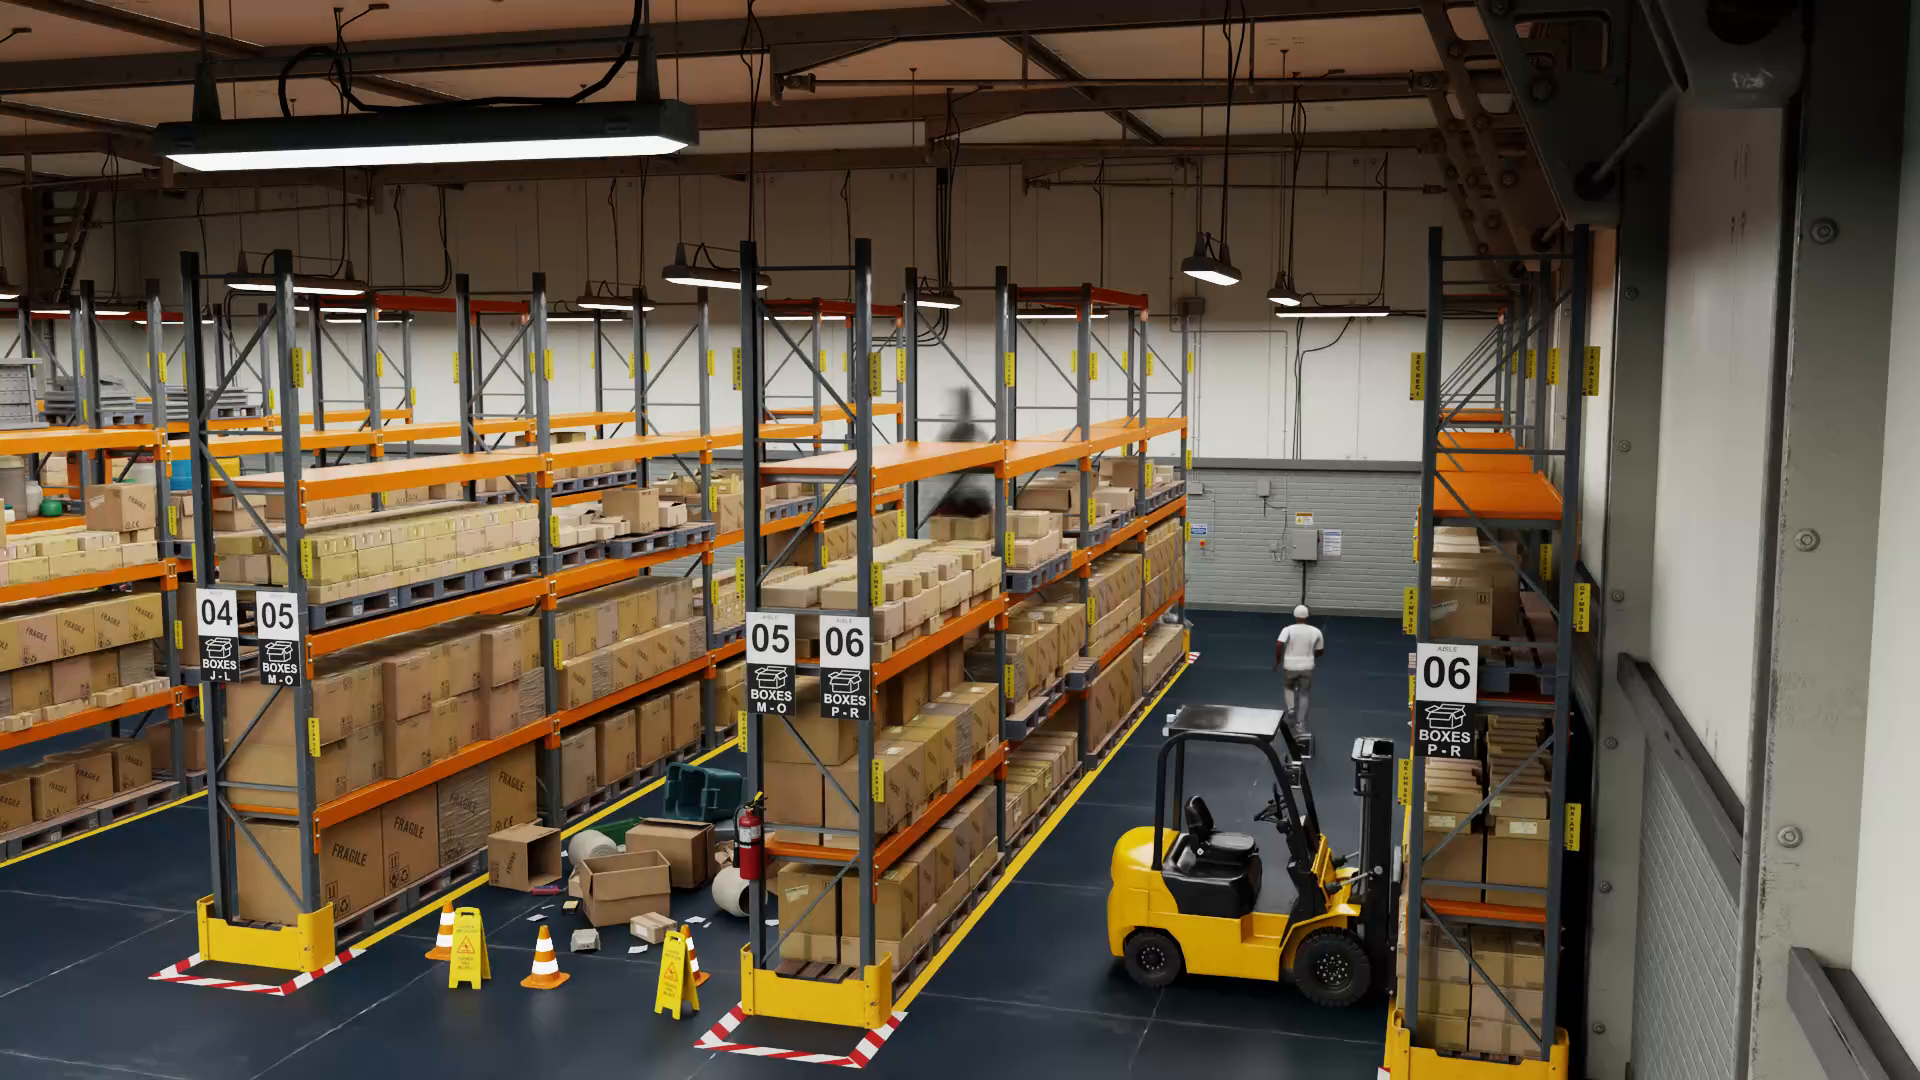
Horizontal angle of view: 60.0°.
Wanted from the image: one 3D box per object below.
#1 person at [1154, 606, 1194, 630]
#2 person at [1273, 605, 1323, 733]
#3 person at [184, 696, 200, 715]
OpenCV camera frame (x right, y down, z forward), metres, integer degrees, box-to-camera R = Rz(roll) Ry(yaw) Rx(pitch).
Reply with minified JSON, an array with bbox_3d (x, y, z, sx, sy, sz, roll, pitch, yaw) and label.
[{"bbox_3d":[3.716,0.993,29.517,0.837,1.771,0.657,1,6,5],"label":"person"},{"bbox_3d":[4.642,1.743,22.859,0.682,1.716,0.700,0,6,3],"label":"person"},{"bbox_3d":[-10.289,1.868,22.352,0.545,1.600,0.787,2,7,15],"label":"person"}]
